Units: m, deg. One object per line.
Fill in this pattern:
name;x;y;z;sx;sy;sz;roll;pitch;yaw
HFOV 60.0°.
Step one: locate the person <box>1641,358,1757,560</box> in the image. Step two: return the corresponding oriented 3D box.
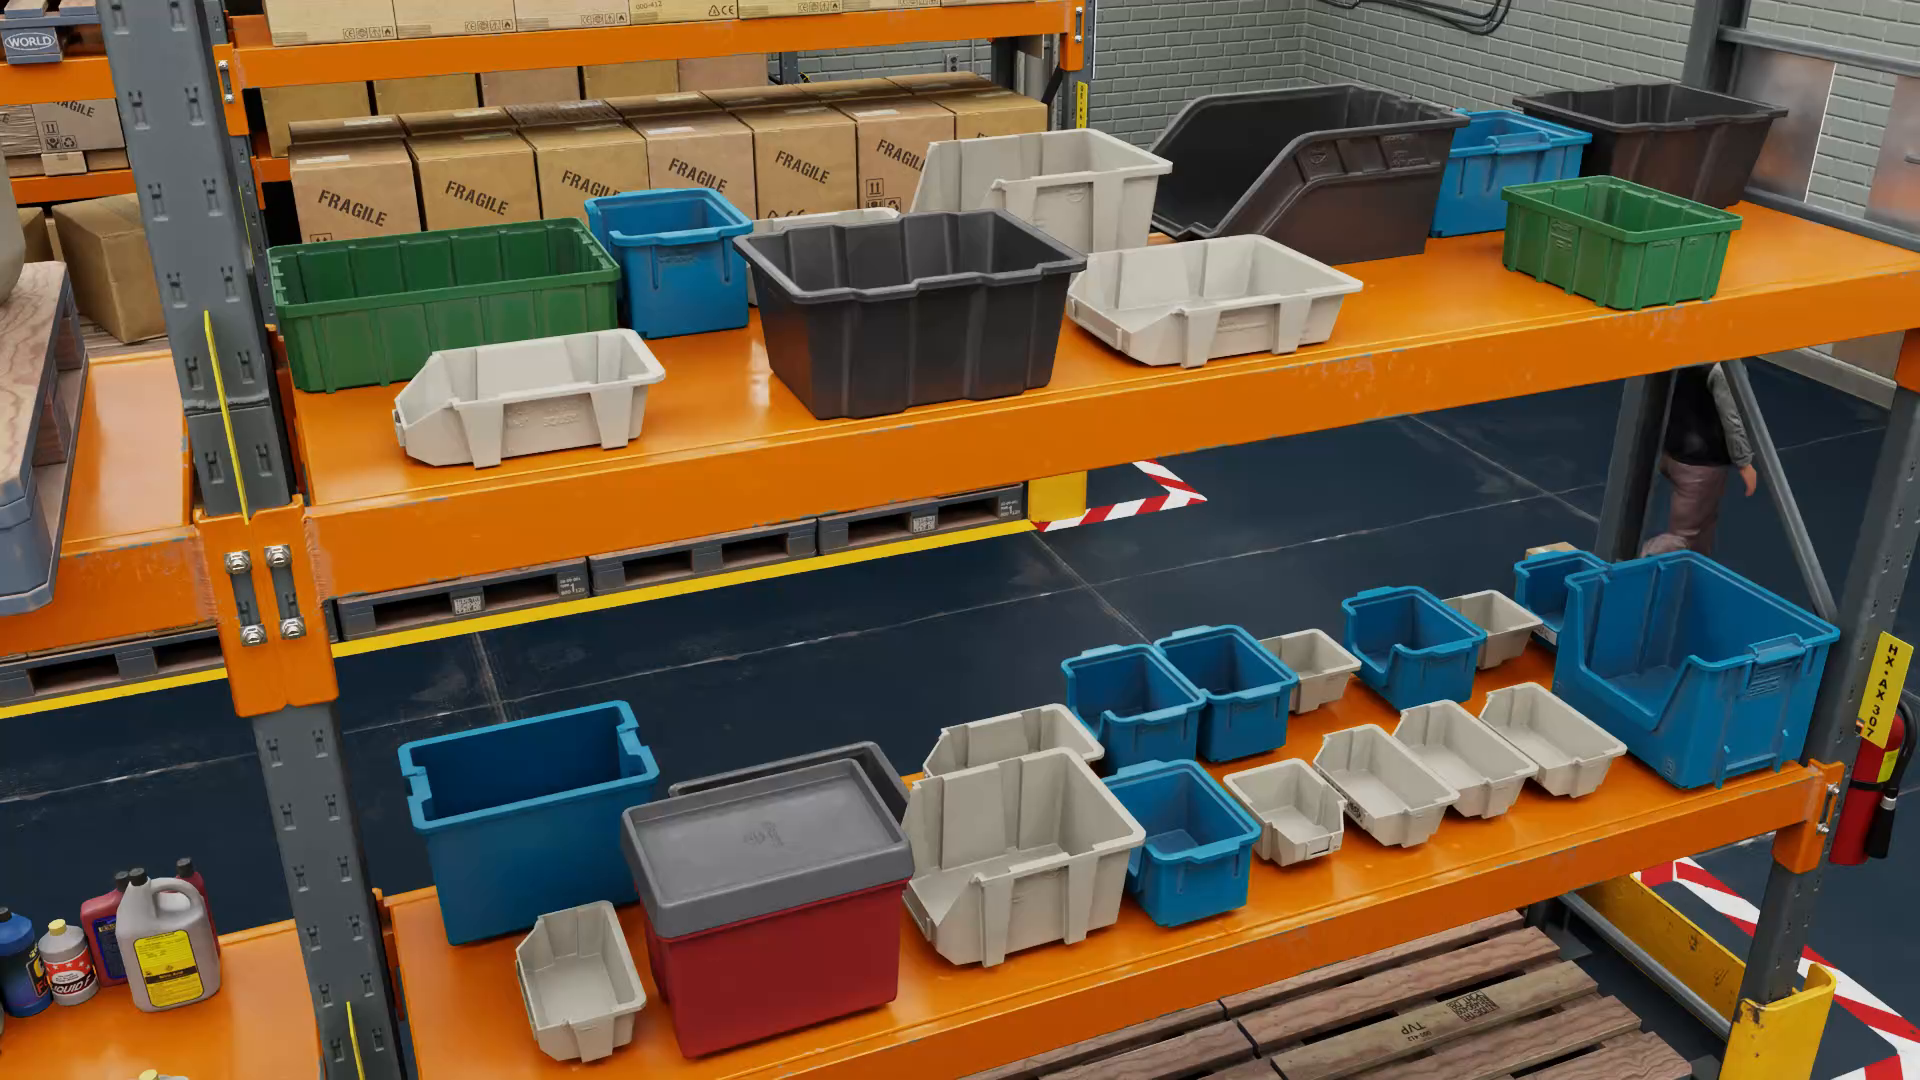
person;3.510;-0.399;7.977;0.979;1.679;0.554;-6;27;-13
